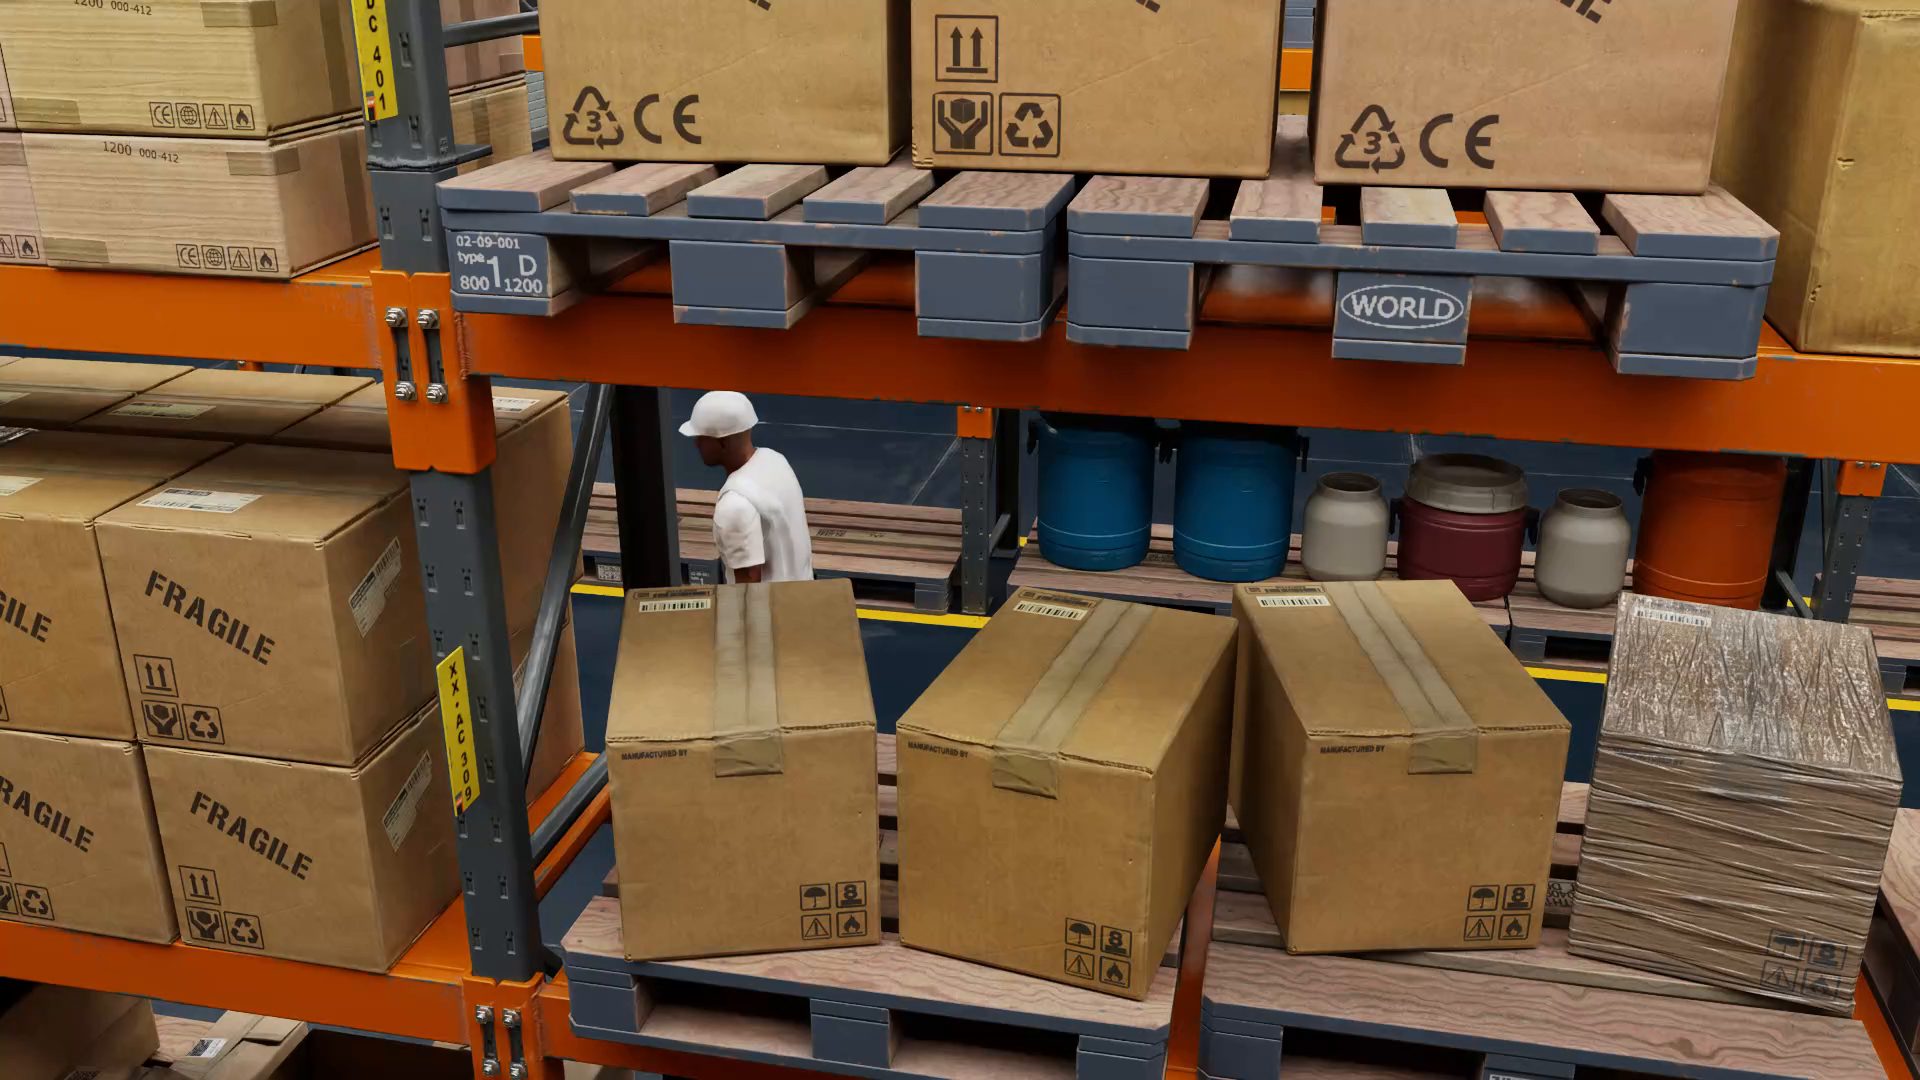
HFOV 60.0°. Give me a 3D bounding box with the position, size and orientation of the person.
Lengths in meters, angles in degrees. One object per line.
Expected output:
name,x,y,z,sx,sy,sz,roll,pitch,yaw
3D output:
person,-0.797,0.270,6.379,0.460,1.755,0.629,3,22,8
